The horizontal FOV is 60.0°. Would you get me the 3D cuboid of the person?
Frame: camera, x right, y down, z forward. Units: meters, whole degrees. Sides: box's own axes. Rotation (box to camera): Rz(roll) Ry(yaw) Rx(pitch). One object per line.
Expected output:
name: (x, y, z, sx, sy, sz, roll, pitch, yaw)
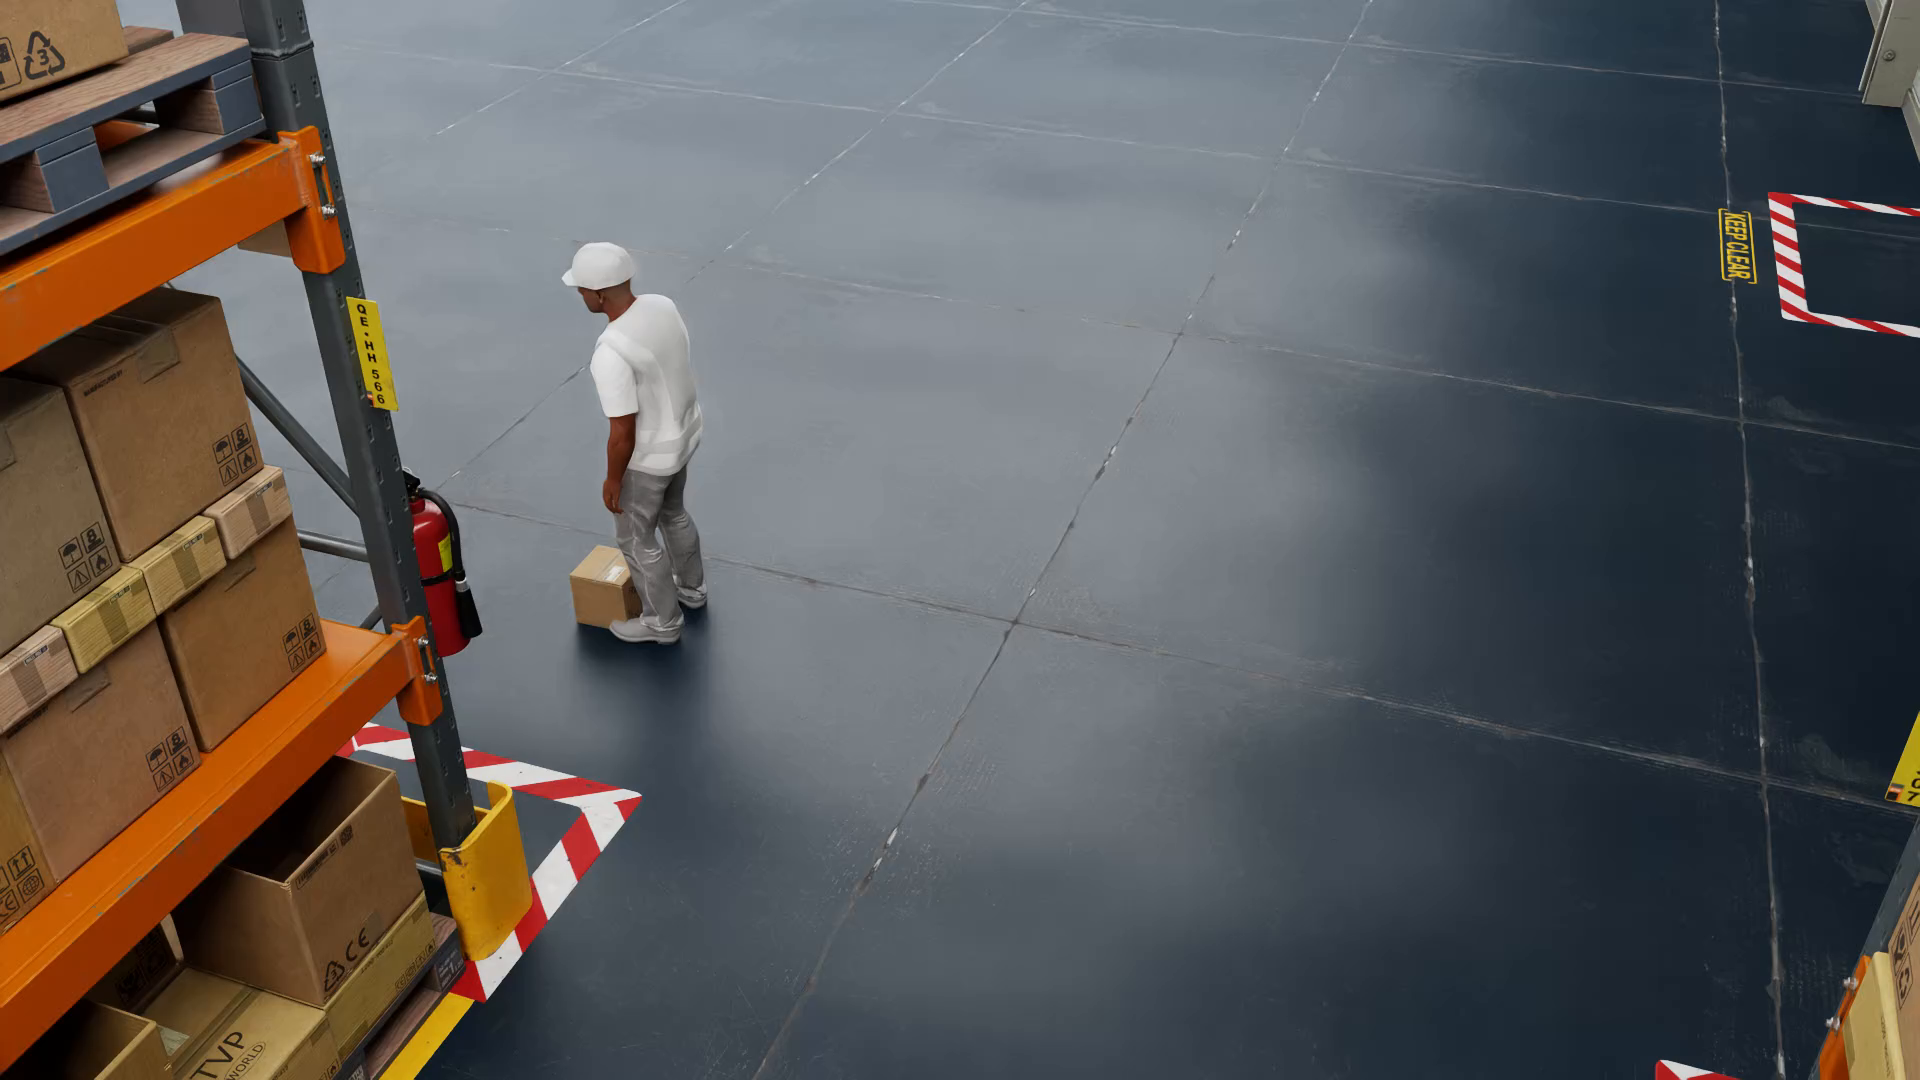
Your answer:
person: (-1.279, -0.381, 6.710, 0.461, 1.759, 0.629, 9, 34, 14)
